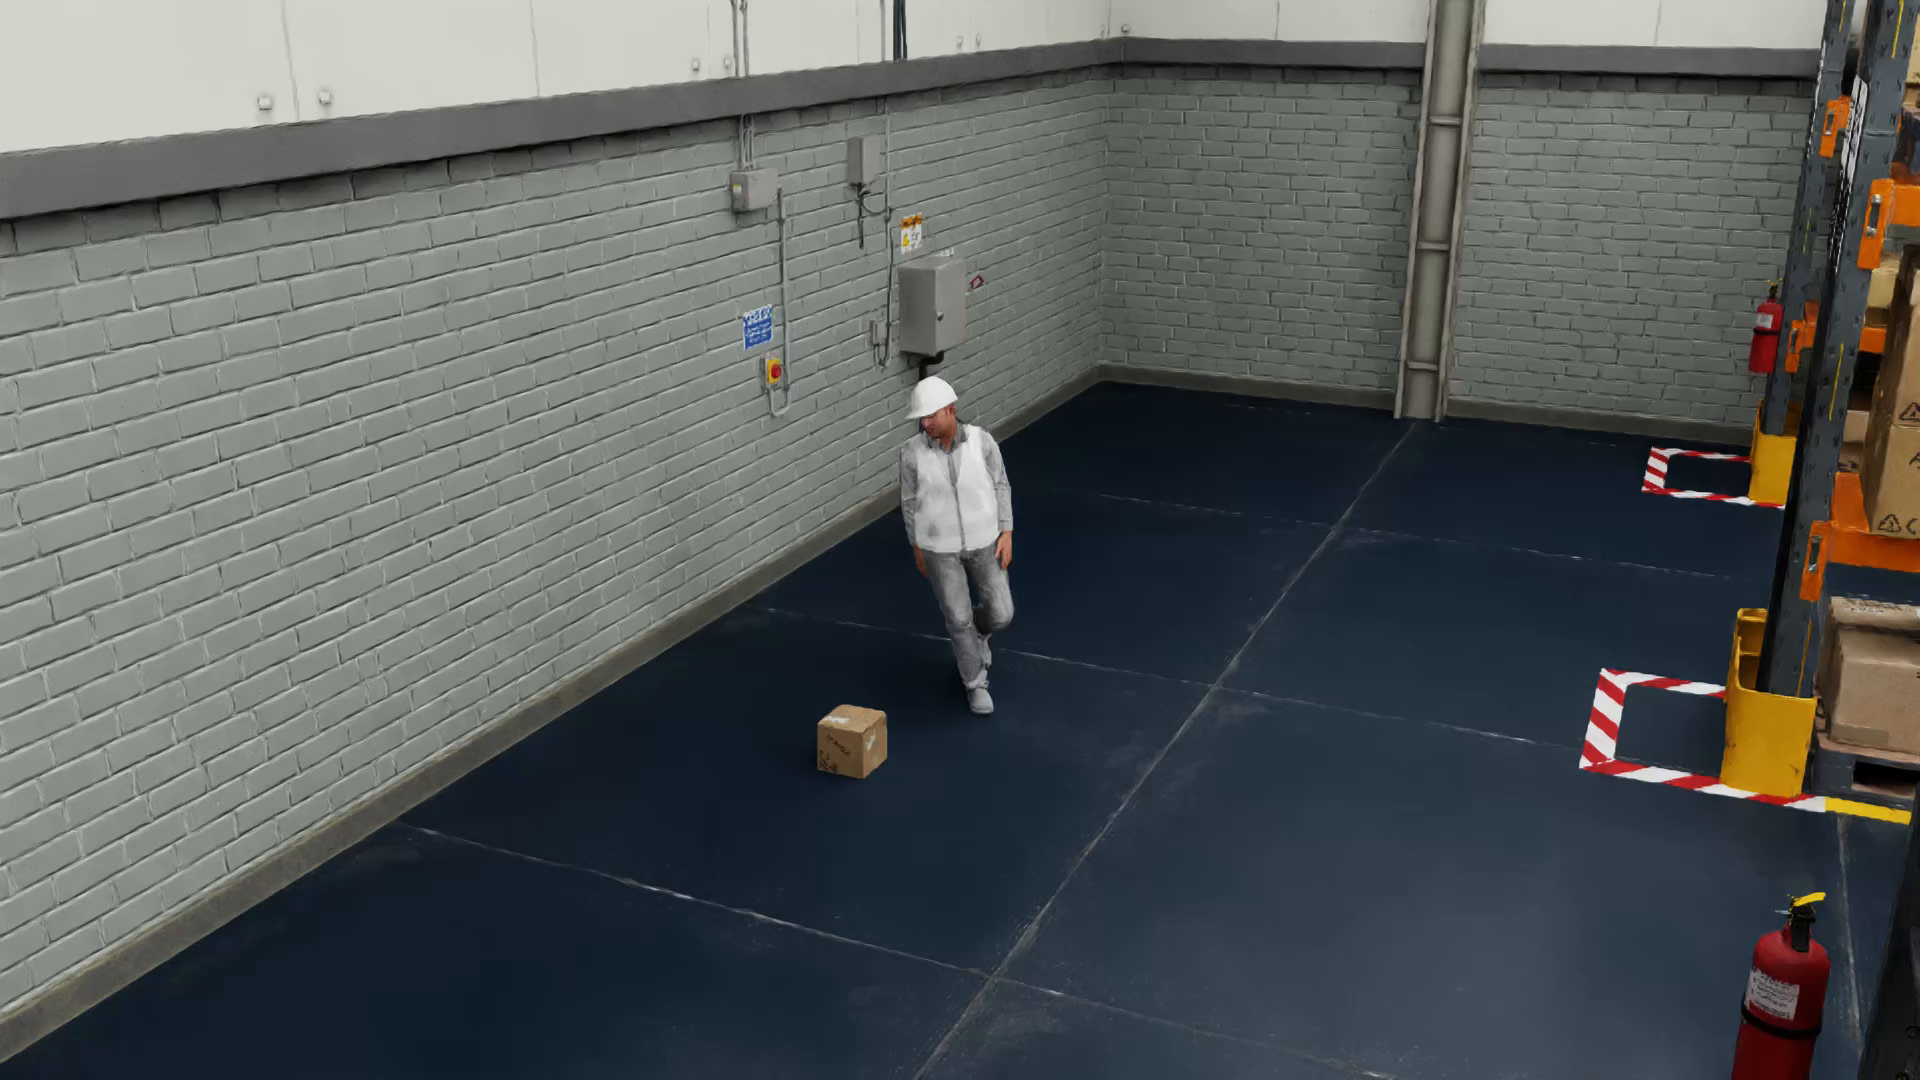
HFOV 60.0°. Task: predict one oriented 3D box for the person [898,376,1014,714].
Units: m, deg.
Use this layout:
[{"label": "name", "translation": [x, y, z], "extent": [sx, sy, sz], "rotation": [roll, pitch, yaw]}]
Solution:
[{"label": "person", "translation": [-0.024, -0.001, 8.570], "extent": [0.585, 1.749, 0.661], "rotation": [-3, 19, -9]}]
